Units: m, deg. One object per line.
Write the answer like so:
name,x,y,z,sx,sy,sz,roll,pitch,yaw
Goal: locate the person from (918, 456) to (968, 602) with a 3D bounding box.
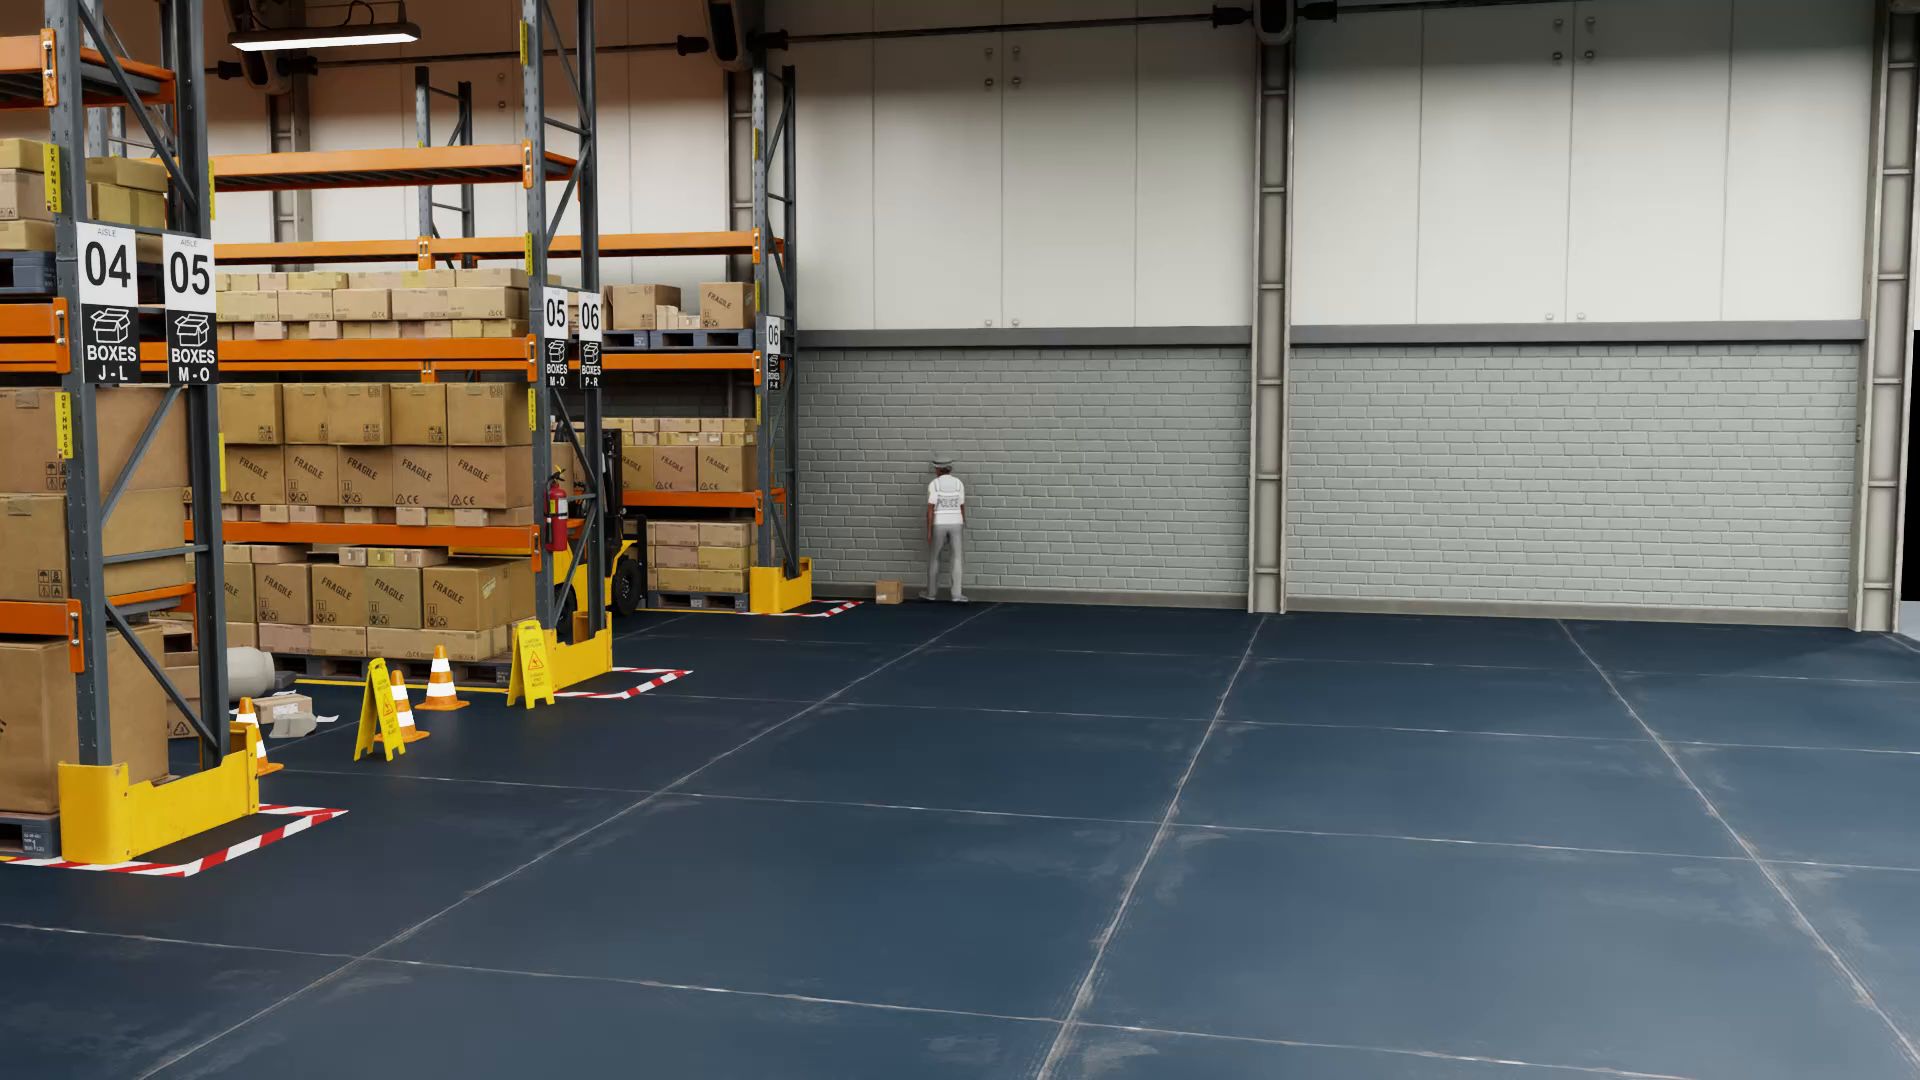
person,-0.182,-0.127,18.845,0.503,1.651,0.667,-1,5,-10
